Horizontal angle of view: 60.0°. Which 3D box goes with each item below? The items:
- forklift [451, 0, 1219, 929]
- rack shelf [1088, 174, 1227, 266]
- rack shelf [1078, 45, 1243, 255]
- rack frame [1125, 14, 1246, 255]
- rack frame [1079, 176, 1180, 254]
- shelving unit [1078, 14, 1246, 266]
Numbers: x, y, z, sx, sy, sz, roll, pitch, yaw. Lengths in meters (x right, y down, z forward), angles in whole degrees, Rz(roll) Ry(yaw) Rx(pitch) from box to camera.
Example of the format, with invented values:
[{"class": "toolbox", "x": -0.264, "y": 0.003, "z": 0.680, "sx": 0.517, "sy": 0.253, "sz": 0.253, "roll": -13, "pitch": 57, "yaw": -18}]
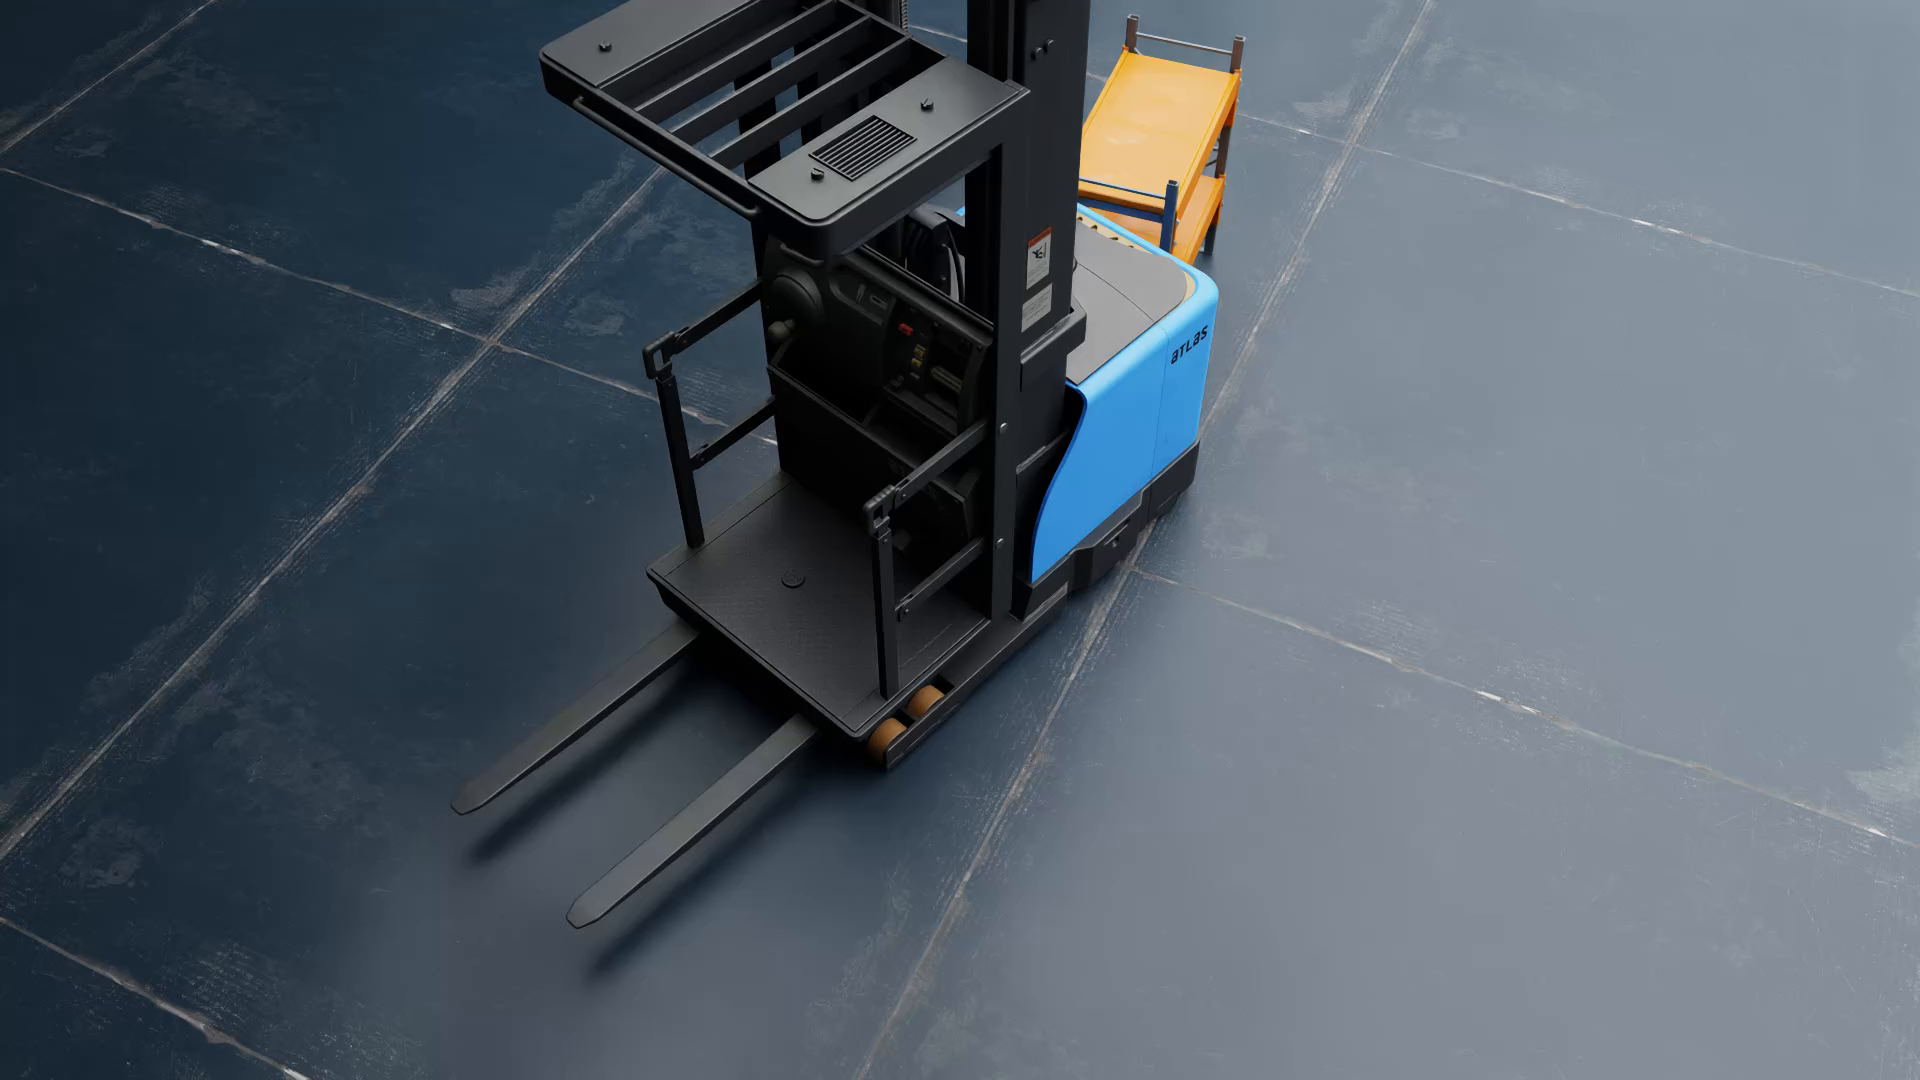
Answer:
[{"class": "forklift", "x": -0.424, "y": -0.600, "z": 5.151, "sx": 1.130, "sy": 2.935, "sz": 3.031, "roll": 35, "pitch": 58, "yaw": 26}, {"class": "rack shelf", "x": 0.761, "y": -1.239, "z": 7.202, "sx": 0.538, "sy": 0.278, "sz": 1.000, "roll": 16, "pitch": 51, "yaw": 13}, {"class": "rack shelf", "x": 0.761, "y": -1.588, "z": 6.793, "sx": 0.538, "sy": 0.278, "sz": 1.000, "roll": 16, "pitch": 51, "yaw": 13}, {"class": "rack frame", "x": 0.938, "y": -1.761, "z": 7.325, "sx": 0.500, "sy": 1.125, "sz": 0.032, "roll": 16, "pitch": 51, "yaw": 13}, {"class": "rack frame", "x": 0.584, "y": -1.035, "z": 6.707, "sx": 0.500, "sy": 1.125, "sz": 0.032, "roll": 16, "pitch": 51, "yaw": 13}, {"class": "shelving unit", "x": 0.761, "y": -1.398, "z": 7.016, "sx": 0.538, "sy": 1.125, "sz": 1.048, "roll": 16, "pitch": 51, "yaw": 13}]
